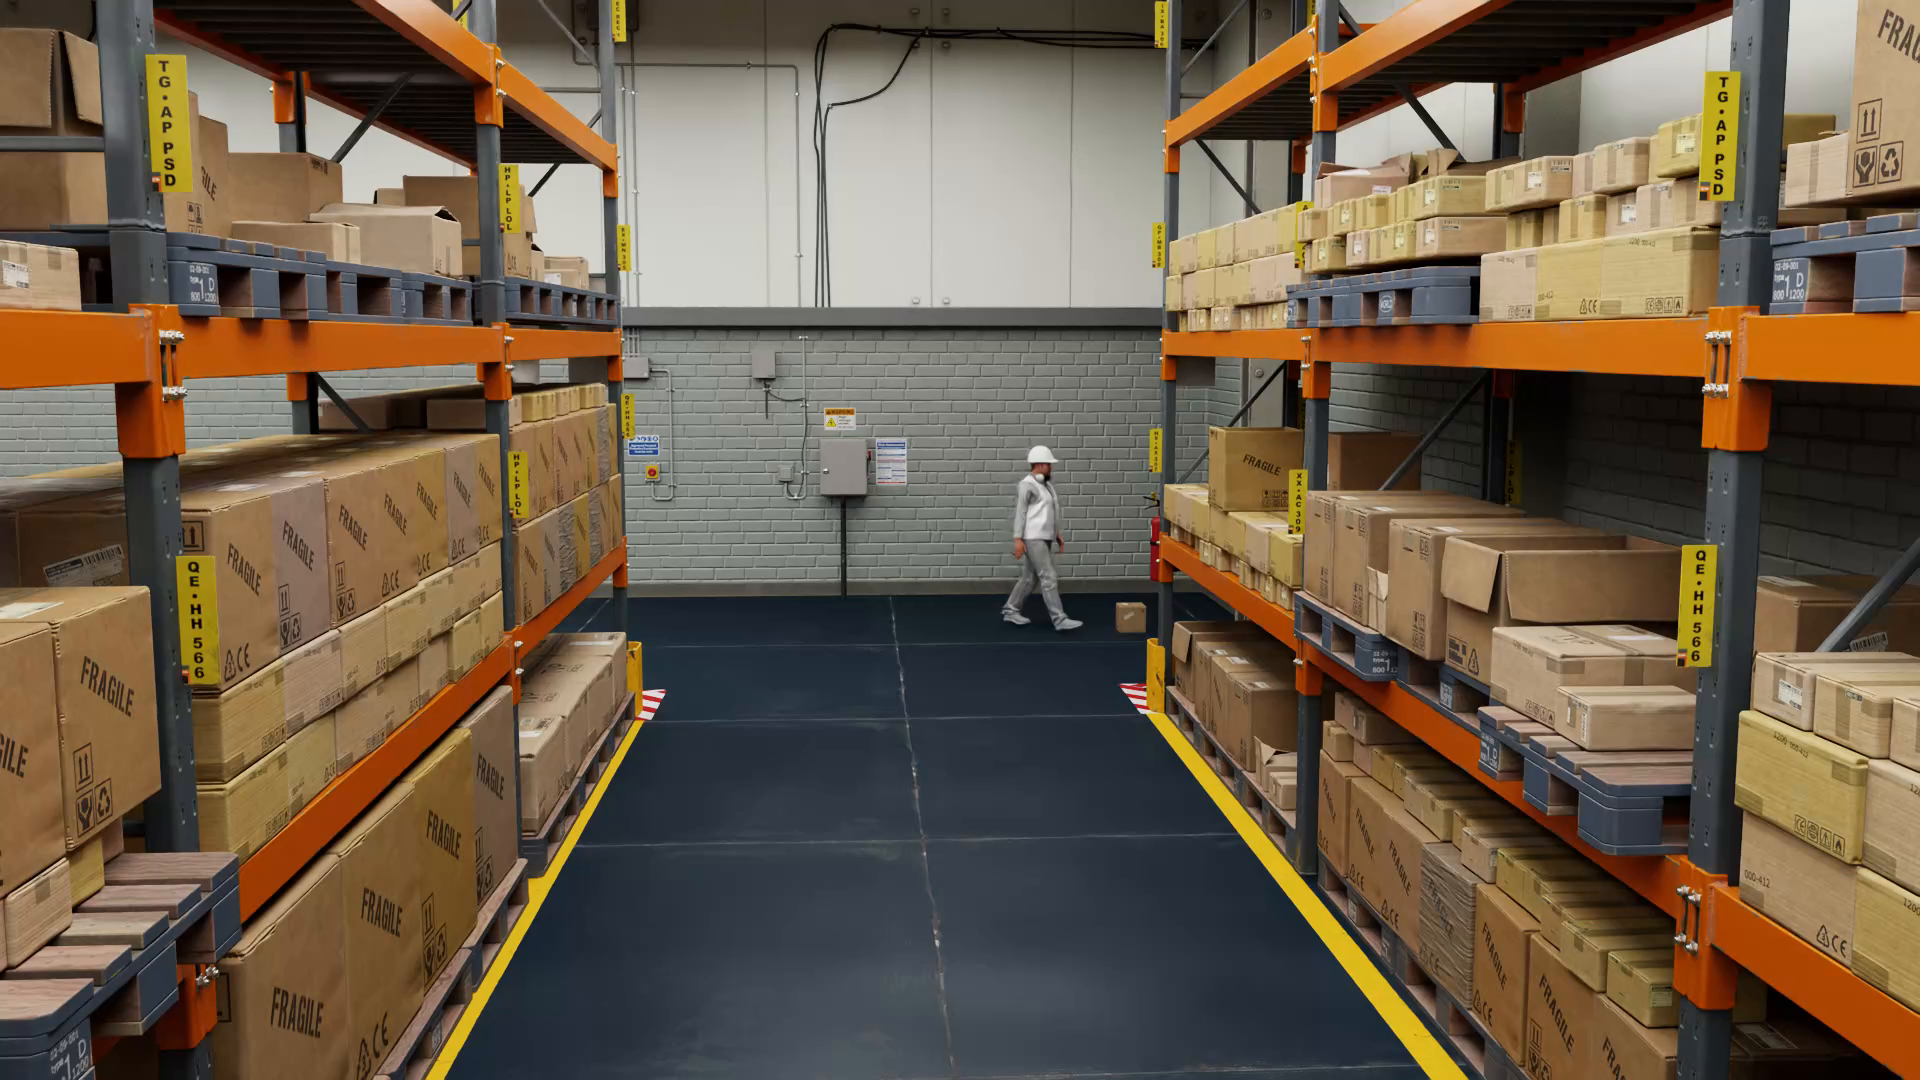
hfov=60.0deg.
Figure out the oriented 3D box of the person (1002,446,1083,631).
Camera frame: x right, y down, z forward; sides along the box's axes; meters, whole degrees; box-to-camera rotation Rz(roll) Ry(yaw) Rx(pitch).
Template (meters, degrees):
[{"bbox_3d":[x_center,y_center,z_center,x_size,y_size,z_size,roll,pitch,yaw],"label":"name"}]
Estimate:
[{"bbox_3d":[0.809,-0.027,15.812,0.927,1.731,0.572,3,7,23],"label":"person"}]
